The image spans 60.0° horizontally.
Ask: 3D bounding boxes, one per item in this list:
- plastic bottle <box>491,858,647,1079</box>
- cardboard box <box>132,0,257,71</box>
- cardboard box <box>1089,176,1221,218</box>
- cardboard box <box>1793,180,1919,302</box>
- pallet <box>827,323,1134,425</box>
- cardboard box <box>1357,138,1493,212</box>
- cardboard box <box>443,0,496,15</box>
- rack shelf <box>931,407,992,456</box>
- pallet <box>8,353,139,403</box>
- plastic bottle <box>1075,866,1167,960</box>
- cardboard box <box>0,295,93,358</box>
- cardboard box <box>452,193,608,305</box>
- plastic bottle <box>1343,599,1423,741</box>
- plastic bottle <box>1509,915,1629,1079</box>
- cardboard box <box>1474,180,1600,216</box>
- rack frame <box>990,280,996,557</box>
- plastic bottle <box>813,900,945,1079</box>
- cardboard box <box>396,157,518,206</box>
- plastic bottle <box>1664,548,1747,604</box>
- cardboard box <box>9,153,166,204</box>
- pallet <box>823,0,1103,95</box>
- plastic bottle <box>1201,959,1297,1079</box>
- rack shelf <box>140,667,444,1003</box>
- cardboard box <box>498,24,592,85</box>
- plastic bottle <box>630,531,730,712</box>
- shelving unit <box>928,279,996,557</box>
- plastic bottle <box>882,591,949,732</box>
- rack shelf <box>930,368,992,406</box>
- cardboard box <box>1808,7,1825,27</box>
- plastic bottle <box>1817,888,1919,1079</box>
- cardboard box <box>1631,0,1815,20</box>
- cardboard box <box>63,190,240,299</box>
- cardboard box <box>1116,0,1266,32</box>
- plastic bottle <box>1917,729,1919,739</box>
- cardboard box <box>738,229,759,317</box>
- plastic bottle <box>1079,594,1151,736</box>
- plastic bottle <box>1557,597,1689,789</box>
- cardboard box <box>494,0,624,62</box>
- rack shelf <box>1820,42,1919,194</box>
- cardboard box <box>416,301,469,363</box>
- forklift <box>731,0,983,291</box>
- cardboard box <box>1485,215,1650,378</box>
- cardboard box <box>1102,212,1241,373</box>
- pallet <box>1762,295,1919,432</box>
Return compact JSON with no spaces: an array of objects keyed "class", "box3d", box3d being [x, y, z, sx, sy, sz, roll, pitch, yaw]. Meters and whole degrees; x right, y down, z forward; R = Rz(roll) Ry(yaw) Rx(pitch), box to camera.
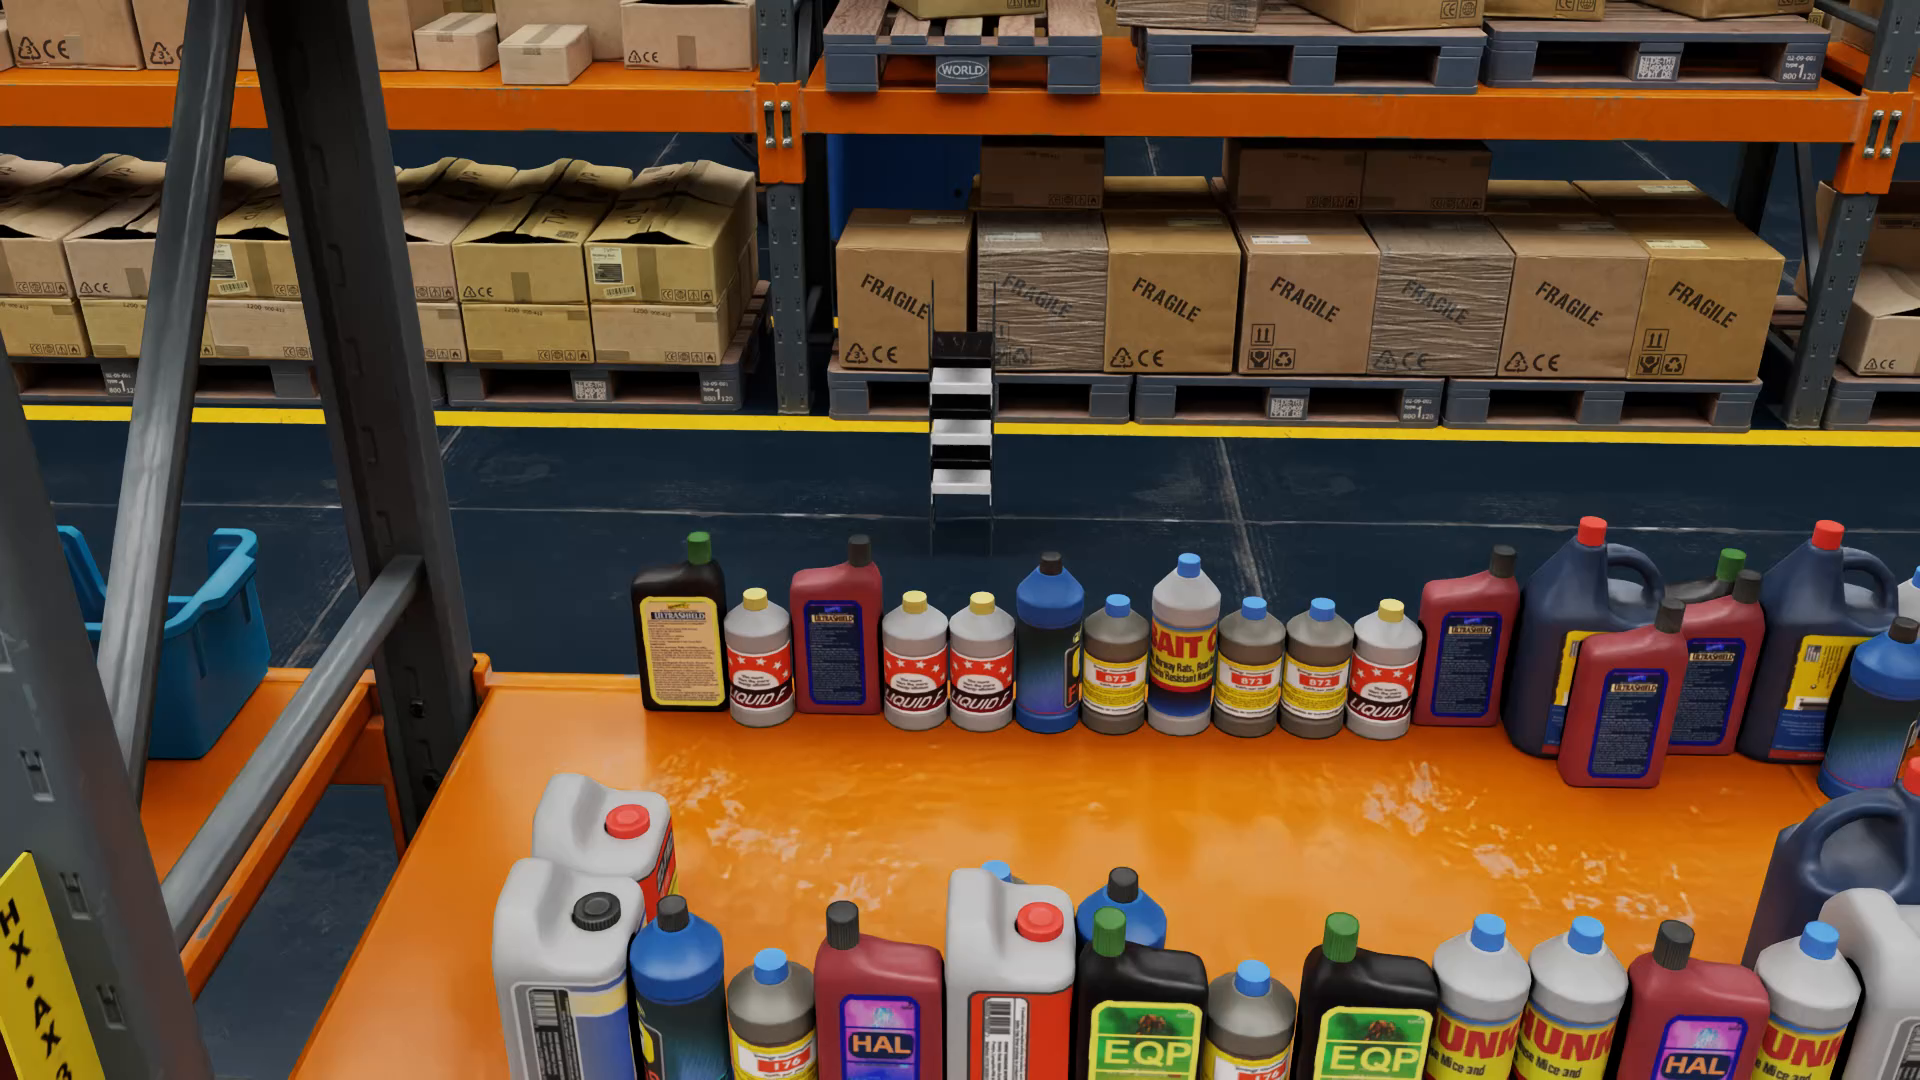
[{"class":"plastic bottle","box3d":[-0.409,0.474,1.785,0.135,0.276,0.152,1,28,2]},{"class":"cardboard box","box3d":[-2.855,-2.130,6.460,0.500,0.500,0.500,1,28,2]},{"class":"cardboard box","box3d":[0.809,-1.233,7.073,0.500,0.500,0.500,0,28,0]},{"class":"cardboard box","box3d":[3.926,-1.205,7.019,0.500,0.500,0.500,1,28,2]},{"class":"pallet","box3d":[0.094,-0.795,7.025,1.213,0.211,1.003,1,28,2]},{"class":"cardboard box","box3d":[1.872,-1.551,6.872,0.500,0.250,0.500,1,28,2]},{"class":"cardboard box","box3d":[-3.223,-3.543,11.430,0.500,0.500,0.700,0,28,1]},{"class":"rack shelf","box3d":[0.008,-0.368,5.555,0.200,0.077,0.258,1,28,2]},{"class":"pallet","box3d":[-3.911,-0.898,7.218,1.213,0.211,1.003,1,28,2]},{"class":"plastic bottle","box3d":[0.171,0.470,1.798,0.097,0.271,0.097,0,28,0]},{"class":"cardboard box","box3d":[-3.744,-0.963,6.851,0.500,0.250,0.500,2,28,3]},{"class":"cardboard box","box3d":[-1.703,-1.175,6.652,0.500,0.311,0.500,1,28,1]},{"class":"plastic bottle","box3d":[0.616,0.181,2.417,0.097,0.201,0.097,0,28,0]},{"class":"plastic bottle","box3d":[0.630,0.506,1.730,0.097,0.271,0.097,0,28,0]},{"class":"cardboard box","box3d":[2.338,-1.207,7.023,0.500,0.500,0.500,1,28,3]},{"class":"rack frame","box3d":[0.110,-0.396,5.536,0.006,0.900,0.240,1,28,2]},{"class":"plastic bottle","box3d":[-0.082,0.498,1.733,0.133,0.283,0.061,1,28,2]},{"class":"cardboard box","box3d":[-2.199,-1.436,7.145,0.500,0.311,0.500,0,28,0]},{"class":"plastic bottle","box3d":[1.050,0.144,2.401,0.133,0.283,0.061,1,28,2]},{"class":"cardboard box","box3d":[-3.714,-1.464,7.197,0.500,0.311,0.500,2,28,3]},{"class":"pallet","box3d":[0.029,-1.994,6.514,1.003,0.211,1.213,1,28,2]},{"class":"plastic bottle","box3d":[0.302,0.532,1.756,0.097,0.201,0.097,0,28,0]},{"class":"rack shelf","box3d":[-2.829,0.546,2.286,4.000,0.370,1.077,1,28,2]},{"class":"cardboard box","box3d":[-1.560,-1.832,6.272,0.250,0.149,0.380,1,28,2]},{"class":"plastic bottle","box3d":[-0.410,0.120,2.446,0.133,0.283,0.061,1,28,2]},{"class":"shelving unit","box3d":[0.008,-0.397,5.539,0.210,0.900,0.258,1,28,2]},{"class":"plastic bottle","box3d":[-0.065,0.170,2.439,0.097,0.201,0.097,0,28,0]},{"class":"rack shelf","box3d":[0.008,-0.527,5.470,0.200,0.077,0.258,1,28,2]},{"class":"cardboard box","box3d":[5.276,-3.311,11.015,0.500,0.500,0.700,2,28,3]},{"class":"plastic bottle","box3d":[0.977,0.497,1.742,0.135,0.276,0.152,1,28,2]},{"class":"cardboard box","box3d":[2.881,-2.334,6.394,0.500,0.500,0.700,-8,29,-15]},{"class":"cardboard box","box3d":[-3.227,-1.200,6.699,0.500,0.311,0.500,0,28,0]},{"class":"cardboard box","box3d":[0.889,-2.225,6.190,0.500,0.500,0.700,6,29,11]},{"class":"plastic bottle","box3d":[1.446,0.164,2.375,0.097,0.271,0.097,0,28,0]},{"class":"cardboard box","box3d":[-1.164,-1.174,7.250,0.500,0.250,0.500,1,28,2]},{"class":"plastic bottle","box3d":[0.227,0.175,2.430,0.097,0.201,0.097,0,28,0]},{"class":"plastic bottle","box3d":[0.911,0.209,2.278,0.133,0.283,0.061,1,28,2]},{"class":"cardboard box","box3d":[-1.538,-2.124,6.648,0.500,0.311,0.500,1,28,1]},{"class":"rack shelf","box3d":[5.345,-1.640,6.410,4.000,0.370,1.077,1,28,2]},{"class":"cardboard box","box3d":[-2.203,-0.939,6.807,0.500,0.250,0.500,2,28,3]},{"class":"forklift","box3d":[-0.601,-3.117,8.500,1.130,2.935,3.031,-10,30,-18]},{"class":"cardboard box","box3d":[2.349,-0.967,6.571,0.500,0.500,0.500,1,28,2]},{"class":"cardboard box","box3d":[0.818,-0.989,6.613,0.500,0.500,0.500,1,28,1]},{"class":"pallet","box3d":[4.033,-0.747,6.935,1.213,0.211,1.003,1,28,2]}]
